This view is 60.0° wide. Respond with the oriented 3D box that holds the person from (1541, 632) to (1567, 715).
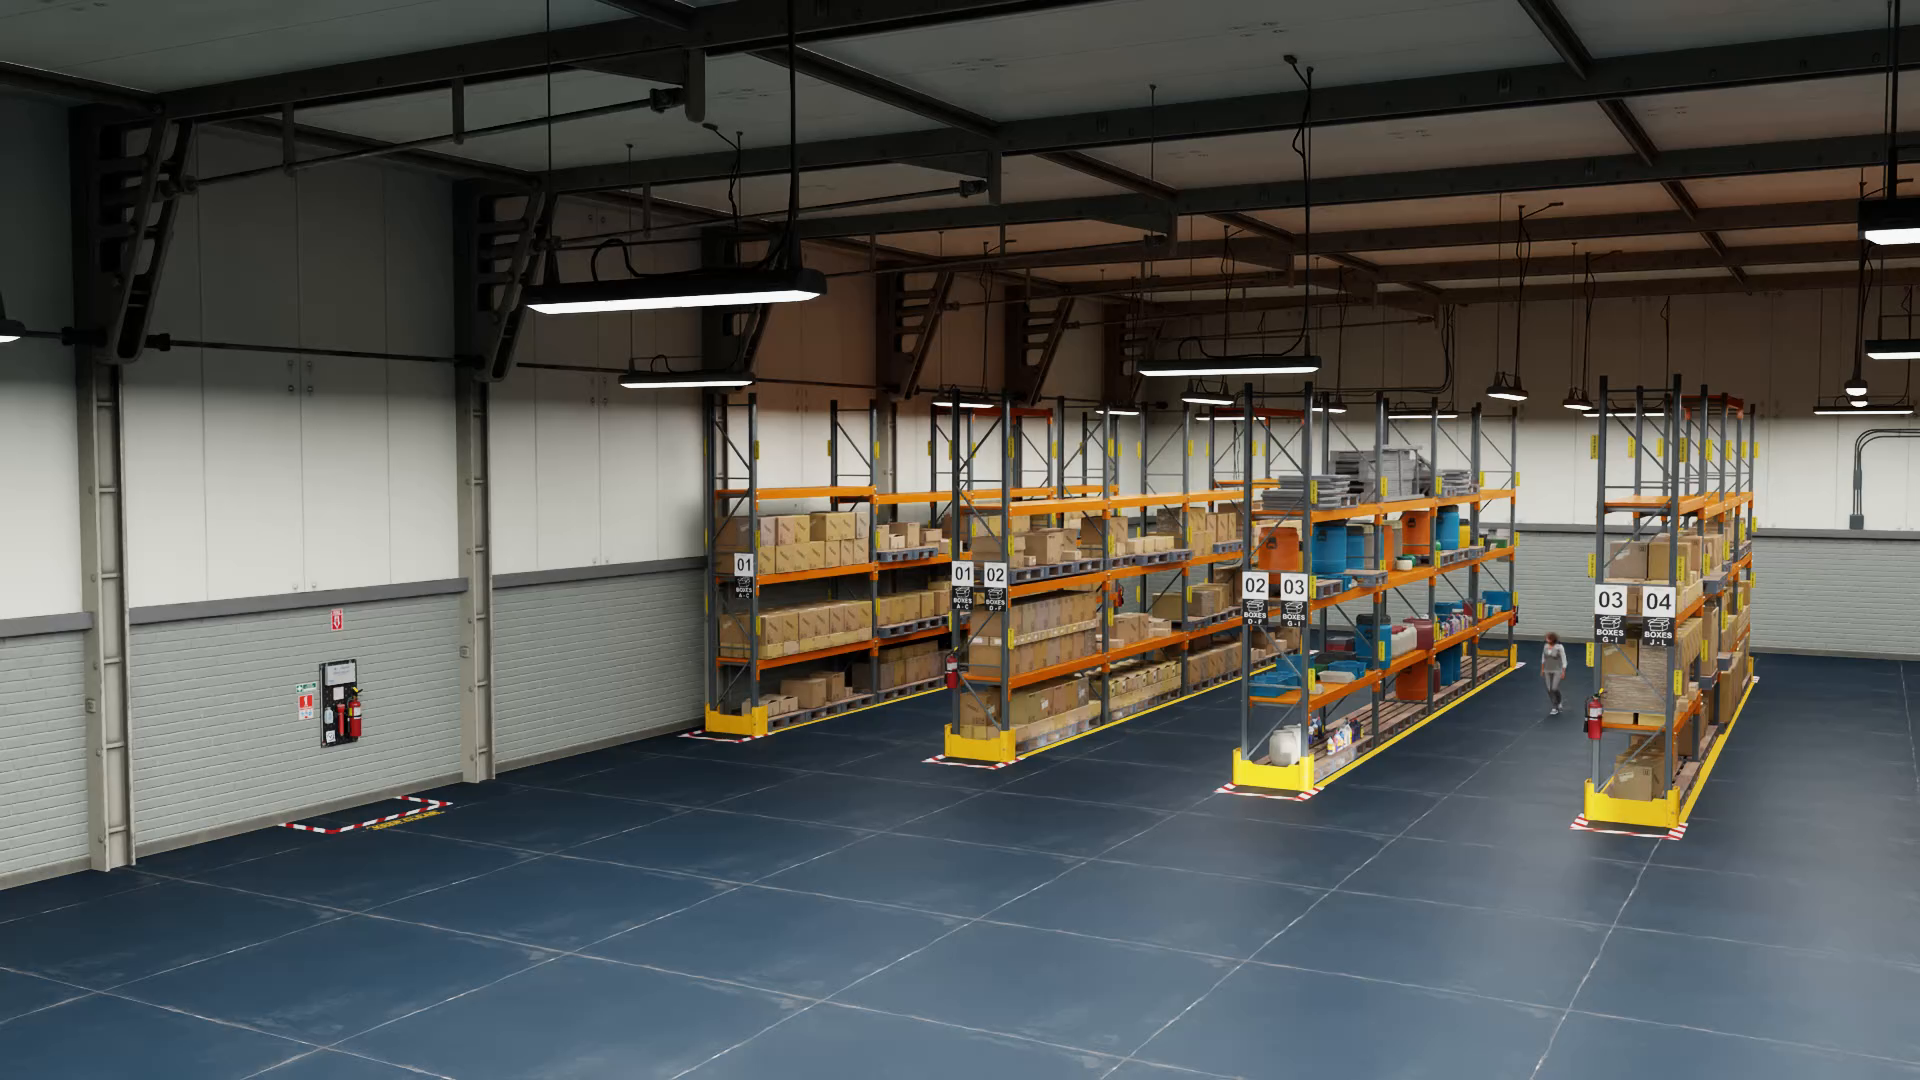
[{"bbox_3d":[11.253,2.520,31.514,0.440,1.576,0.485,-3,4,-44],"label":"person"}]
